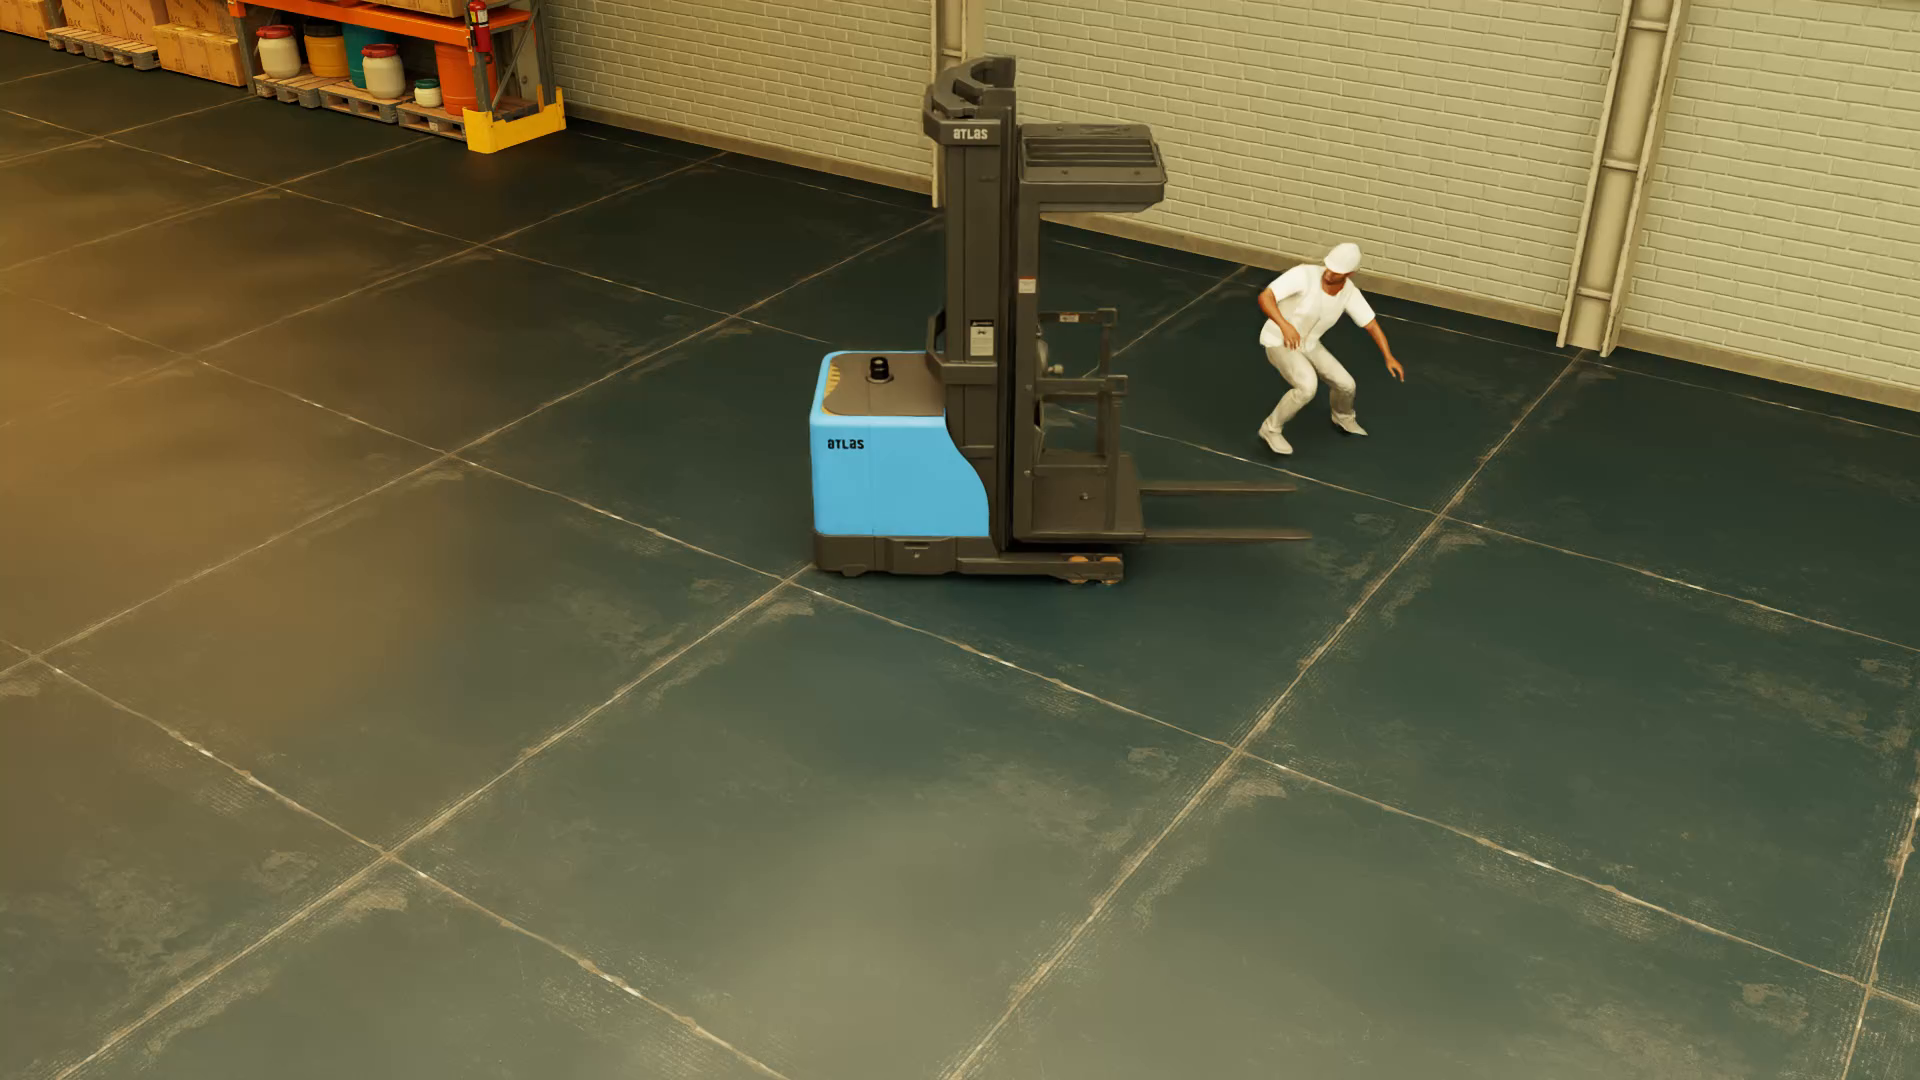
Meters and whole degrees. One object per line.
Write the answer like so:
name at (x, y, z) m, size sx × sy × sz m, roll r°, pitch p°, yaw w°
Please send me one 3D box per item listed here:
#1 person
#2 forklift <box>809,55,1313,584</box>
person at (2.492, -1.295, 11.296) m, size 0.921 × 1.523 × 0.806 m, roll -16°, pitch 34°, yaw -25°
forklift at (0.633, -1.272, 9.772) m, size 3.031 × 2.935 × 1.130 m, roll 0°, pitch 30°, yaw 1°
